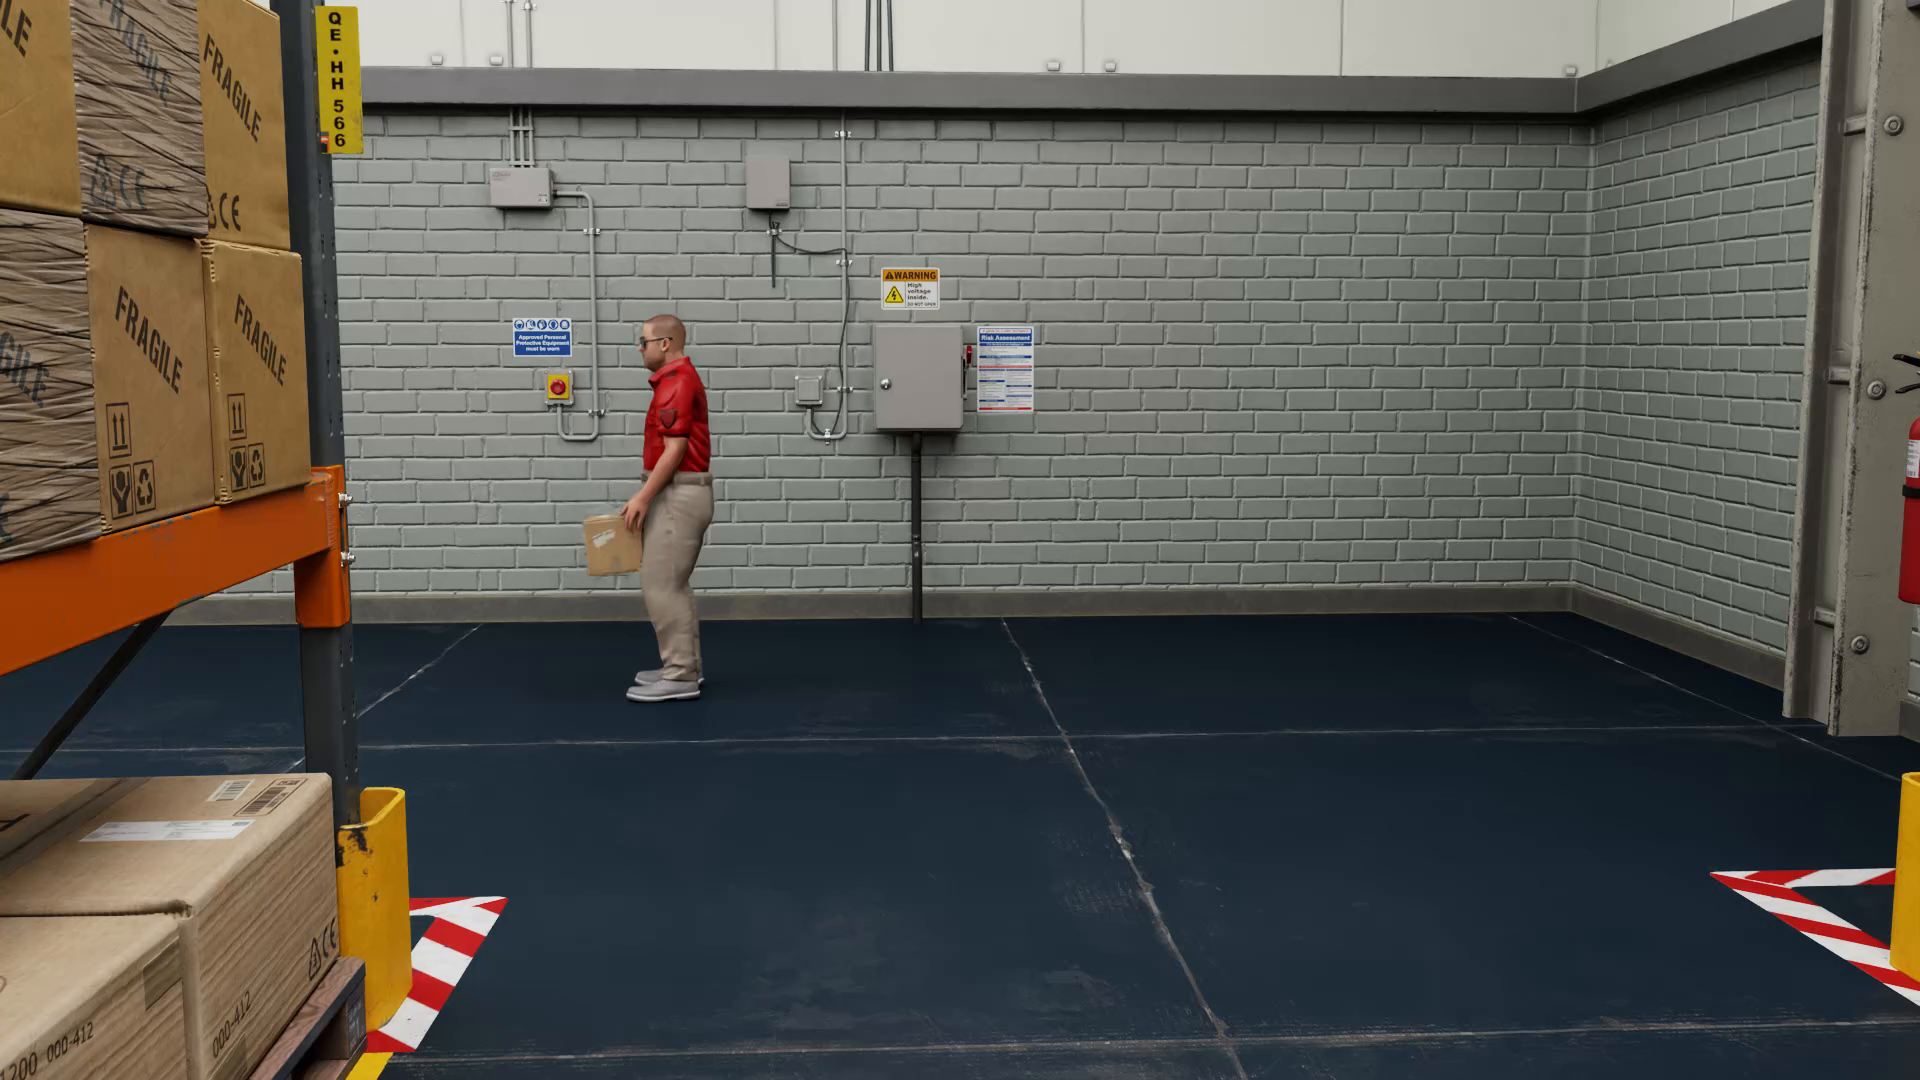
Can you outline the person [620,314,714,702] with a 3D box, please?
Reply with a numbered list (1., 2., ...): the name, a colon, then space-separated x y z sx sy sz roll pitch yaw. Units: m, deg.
1. person: -1.326 -0.154 7.563 0.405 1.733 0.547 -1 7 -5
